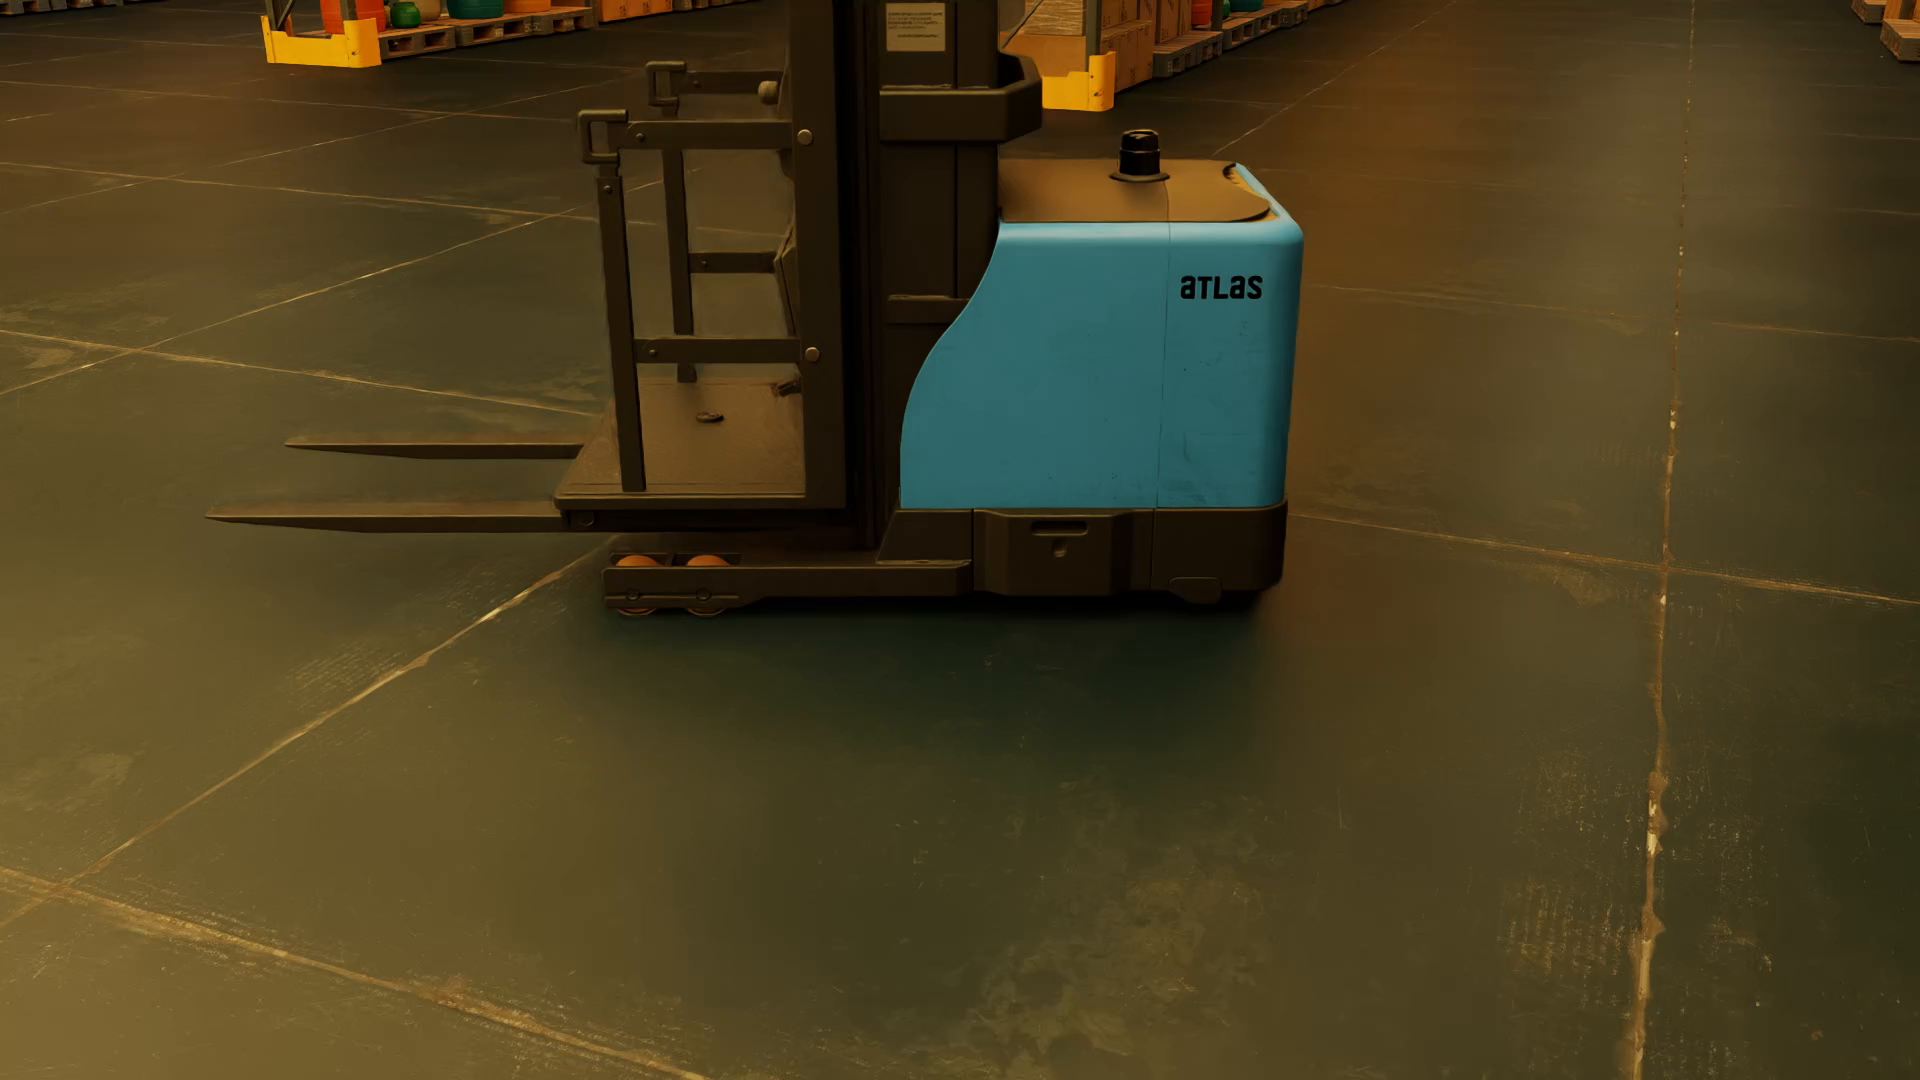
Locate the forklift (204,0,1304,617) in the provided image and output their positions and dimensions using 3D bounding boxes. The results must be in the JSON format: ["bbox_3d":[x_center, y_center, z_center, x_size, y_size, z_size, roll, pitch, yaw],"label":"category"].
[{"bbox_3d":[-0.616,-1.345,4.511,3.031,2.935,1.130,0,23,0],"label":"forklift"}]
